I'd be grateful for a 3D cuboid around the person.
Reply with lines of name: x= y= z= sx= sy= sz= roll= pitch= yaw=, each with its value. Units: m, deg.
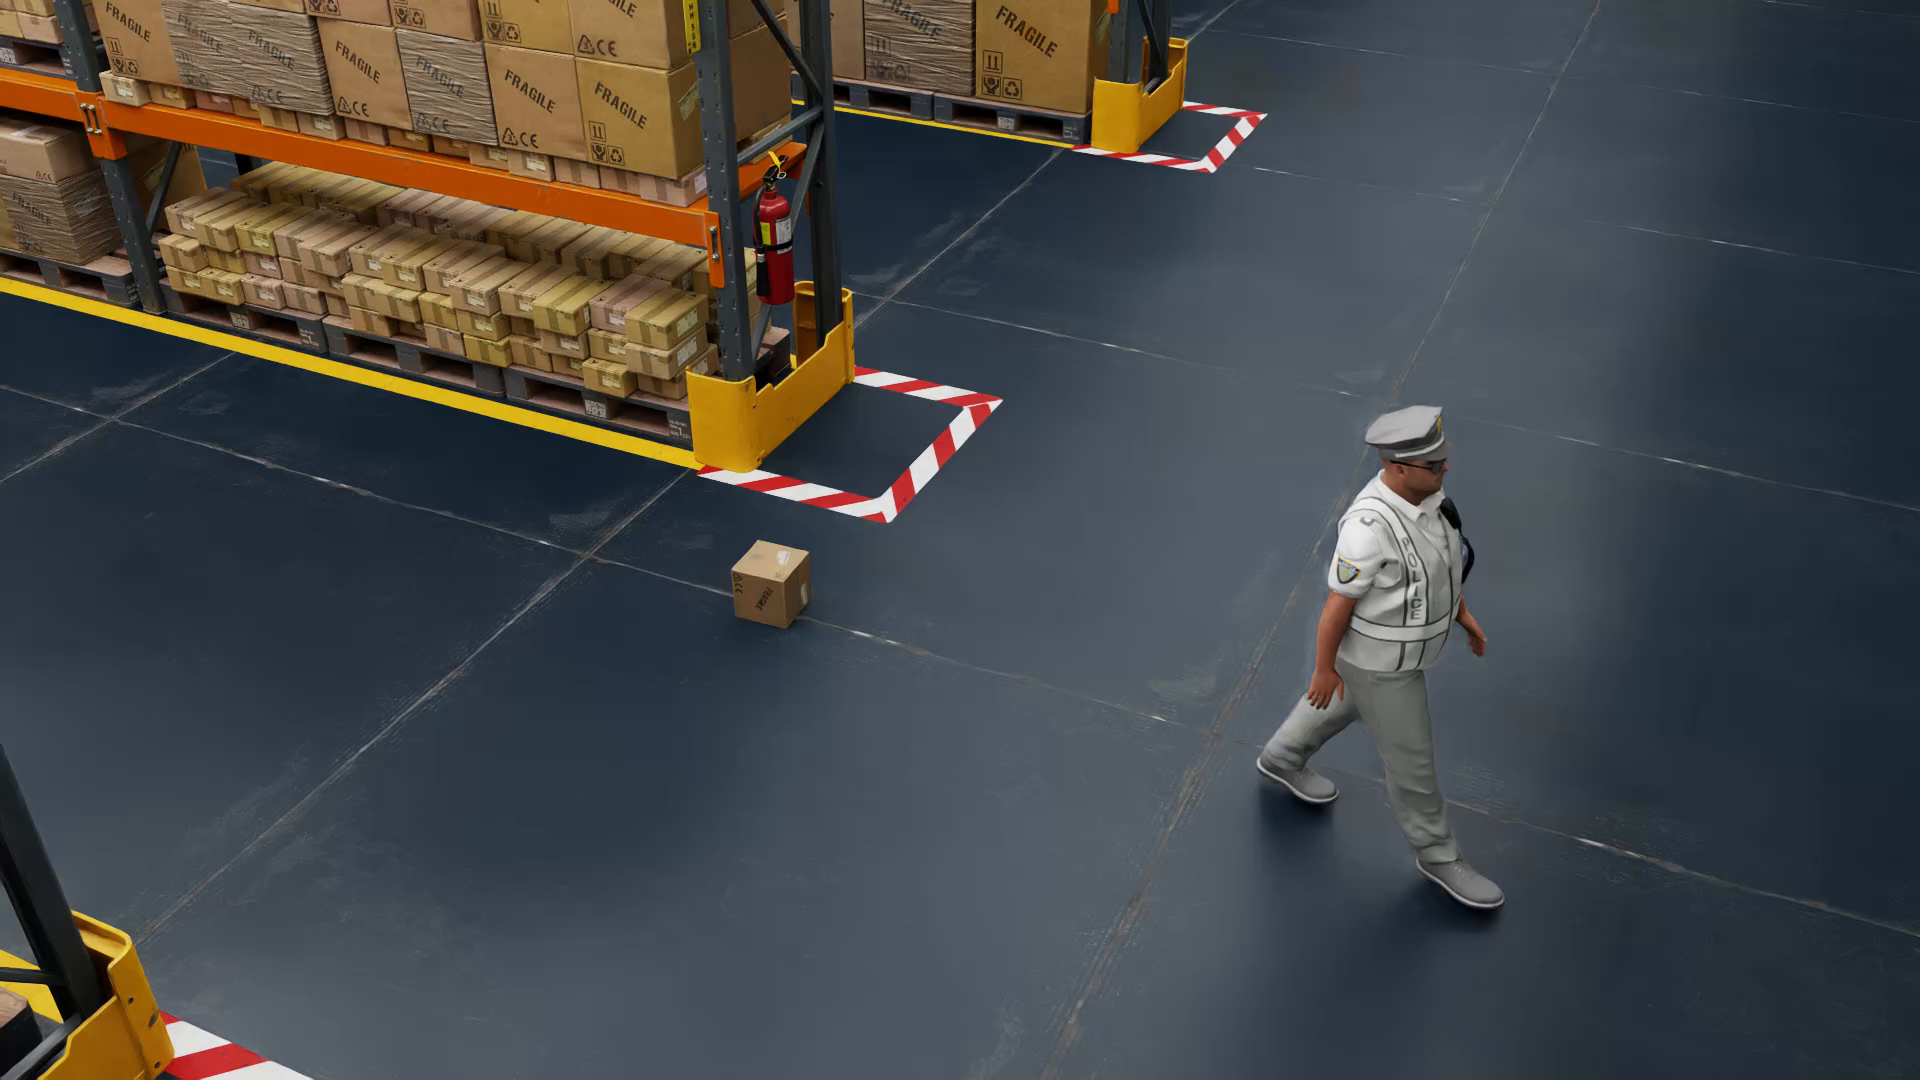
person: x=1.527 y=0.334 z=5.588 sx=1.007 sy=1.713 sz=0.572 roll=19 pitch=38 yaw=27
